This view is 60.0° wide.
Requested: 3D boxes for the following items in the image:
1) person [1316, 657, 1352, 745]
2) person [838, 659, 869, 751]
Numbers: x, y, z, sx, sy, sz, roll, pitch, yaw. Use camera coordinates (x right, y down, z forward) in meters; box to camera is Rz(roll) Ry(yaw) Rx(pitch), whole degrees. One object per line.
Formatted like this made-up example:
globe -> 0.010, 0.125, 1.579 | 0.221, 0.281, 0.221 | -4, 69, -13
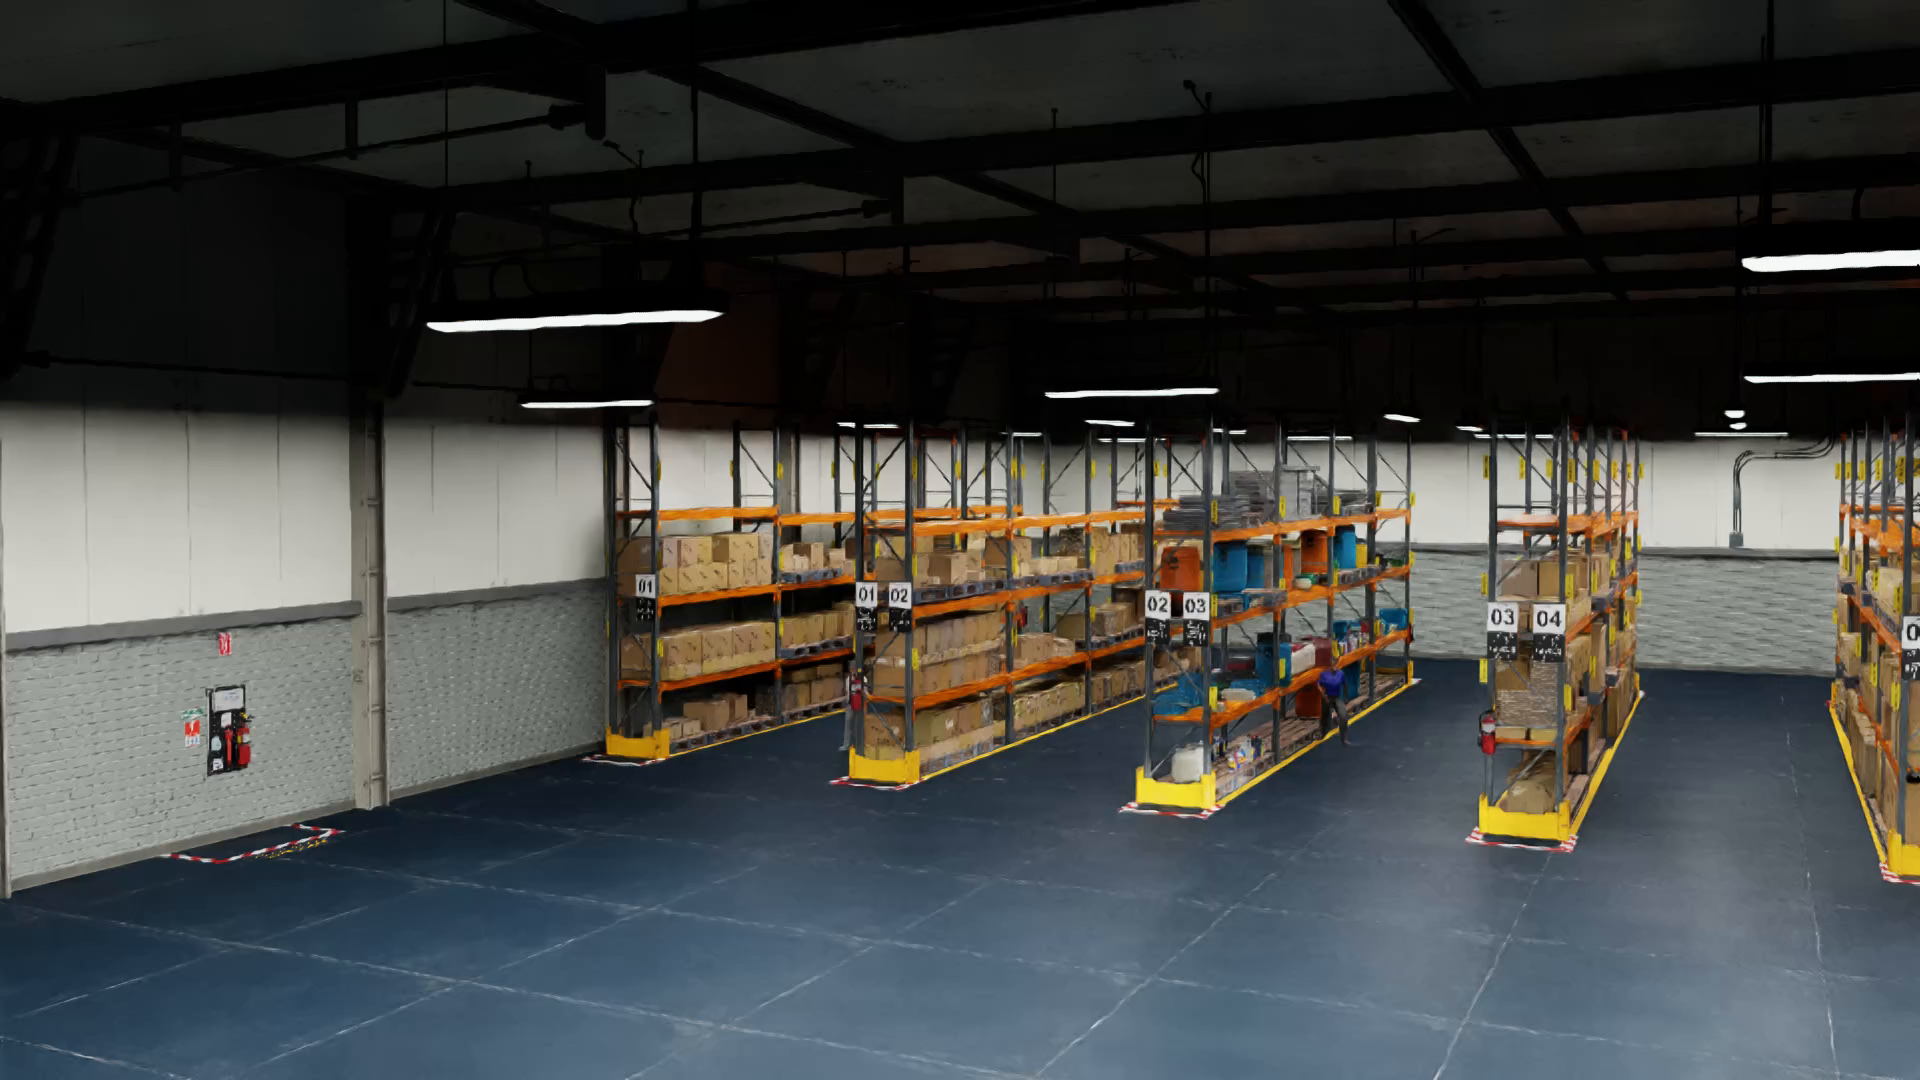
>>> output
person -> 6.839, 2.918, 30.444 | 0.622, 1.591, 0.822 | 0, 2, 9
person -> -1.837, 2.937, 29.719 | 0.502, 1.612, 0.988 | 1, 3, 24
